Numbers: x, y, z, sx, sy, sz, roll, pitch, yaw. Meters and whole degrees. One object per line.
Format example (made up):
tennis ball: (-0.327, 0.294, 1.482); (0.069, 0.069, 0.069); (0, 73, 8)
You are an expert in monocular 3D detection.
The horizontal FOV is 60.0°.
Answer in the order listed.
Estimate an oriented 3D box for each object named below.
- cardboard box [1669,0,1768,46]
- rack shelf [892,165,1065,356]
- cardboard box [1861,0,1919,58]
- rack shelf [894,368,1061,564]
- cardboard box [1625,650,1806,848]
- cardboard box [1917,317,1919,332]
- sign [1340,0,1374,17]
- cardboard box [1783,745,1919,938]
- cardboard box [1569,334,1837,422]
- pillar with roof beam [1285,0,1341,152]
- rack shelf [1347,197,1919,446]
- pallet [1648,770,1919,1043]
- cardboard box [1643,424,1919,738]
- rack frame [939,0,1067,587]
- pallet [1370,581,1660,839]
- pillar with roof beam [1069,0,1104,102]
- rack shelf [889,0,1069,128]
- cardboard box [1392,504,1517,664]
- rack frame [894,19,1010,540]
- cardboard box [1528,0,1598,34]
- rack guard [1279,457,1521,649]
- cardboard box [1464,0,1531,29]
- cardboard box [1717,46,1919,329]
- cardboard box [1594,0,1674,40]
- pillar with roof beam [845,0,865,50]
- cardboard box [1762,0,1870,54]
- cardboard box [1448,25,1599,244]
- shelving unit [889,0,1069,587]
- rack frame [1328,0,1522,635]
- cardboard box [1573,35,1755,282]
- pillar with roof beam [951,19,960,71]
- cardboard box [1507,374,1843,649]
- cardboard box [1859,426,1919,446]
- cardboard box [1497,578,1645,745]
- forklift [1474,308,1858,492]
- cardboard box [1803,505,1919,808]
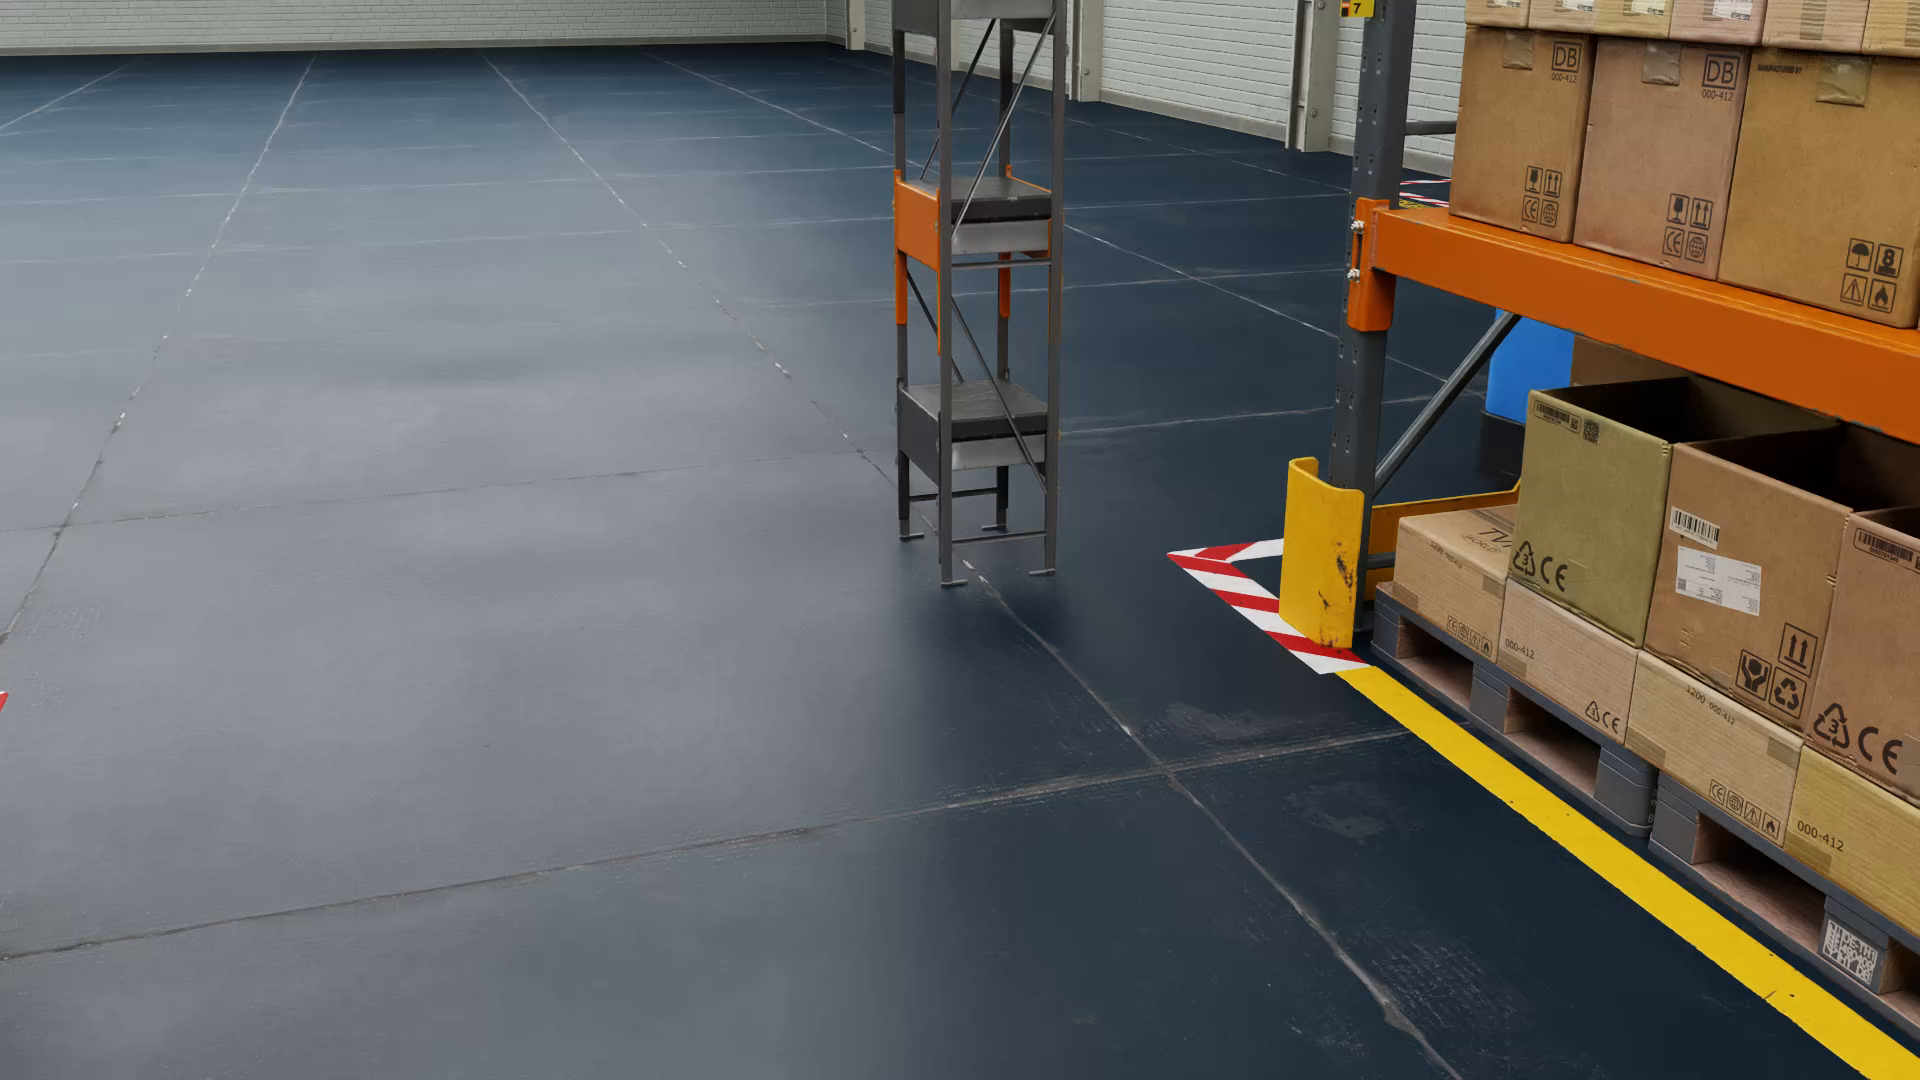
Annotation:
cardboard box: (1.765, -1.144, 3.558); (0.380, 0.149, 0.250); (-7, 21, -18)
rack shelf: (0.052, -0.922, 5.418); (0.431, 0.518, 0.480); (-6, 21, -17)
cardboard box: (1.932, -0.977, 3.092); (0.380, 0.149, 0.250); (-7, 21, -18)
rack shelf: (0.052, -0.263, 5.655); (0.431, 0.518, 0.480); (-6, 21, -17)
cardboard box: (1.881, 0.426, 3.740); (0.500, 0.250, 0.500); (-6, 21, -17)
cardboard box: (2.230, -0.586, 2.963); (0.700, 0.500, 0.500); (-6, 21, -16)
sign: (1.078, -1.574, 4.465); (0.100, 0.325, 0.005); (-6, 21, -17)
cardboard box: (2.034, 0.587, 3.291); (0.500, 0.250, 0.500); (-6, 21, -17)
cardboard box: (2.058, -0.303, 4.659); (0.500, 0.500, 0.500); (-6, 21, -17)
pillar with roof beam: (-0.509, -7.798, 14.316); (9.100, 9.000, 0.400); (-6, 21, -17)
rack shelf: (2.235, -0.206, 3.118); (1.077, 0.370, 4.000); (-6, 21, -17)
pallet: (2.266, 0.757, 3.496); (1.003, 0.211, 1.213); (-6, 21, -17)
cardboard box: (1.892, 0.072, 3.616); (0.500, 0.500, 0.500); (-6, 21, -17)
rack frame: (0.129, -0.857, 5.196); (0.400, 2.100, 0.015); (-6, 21, -17)
pallet: (1.887, 0.366, 4.584); (1.003, 0.211, 1.213); (-6, 21, -17)
pillar with roof beam: (-2.395, -9.724, 19.677); (9.100, 9.000, 0.400); (-6, 21, -17)
rack shelf: (0.052, -1.581, 5.182); (0.431, 0.518, 0.480); (-6, 21, -17)
cardboard box: (1.564, 0.105, 4.632); (0.500, 0.250, 0.500); (-6, 21, -17)
rack frame: (-0.025, -1.013, 5.632); (0.400, 2.100, 0.015); (-6, 21, -17)
cardboard box: (1.611, -1.306, 4.007); (0.380, 0.149, 0.250); (-7, 21, -19)
rack guard: (1.599, -0.018, 5.227); (1.175, 0.500, 0.348); (-6, 21, -17)
cardboard box: (1.525, -1.390, 4.242); (0.380, 0.149, 0.250); (-7, 21, -18)
cardboard box: (2.061, -0.755, 3.432); (0.700, 0.500, 0.500); (-6, 21, -17)
cardboard box: (1.688, -1.226, 3.784); (0.380, 0.149, 0.250); (-6, 21, -17)
pillar with roof beam: (-6.167, -13.575, 30.398); (9.100, 9.000, 0.400); (-6, 21, -17)
cardboard box: (1.852, -1.059, 3.321); (0.380, 0.149, 0.250); (-7, 21, -19)
cardboard box: (1.741, -1.083, 4.345); (0.700, 0.500, 0.500); (-6, 21, -17)
shelving unit: (0.052, -0.935, 5.414); (0.431, 2.100, 0.503); (-6, 21, -17)
rack frame: (1.607, -1.187, 4.783); (1.000, 3.000, 0.127); (-6, 21, -17)
cardboard box: (1.911, -0.915, 3.878); (0.700, 0.500, 0.500); (-6, 21, -16)
pillar with roof beam: (-4.281, -11.649, 25.037); (9.100, 9.000, 0.400); (-6, 21, -17)
cardboard box: (1.723, -0.087, 4.059); (0.500, 0.500, 0.500); (-6, 21, -17)
cardboard box: (2.386, 0.017, 3.770); (0.500, 0.500, 0.500); (-6, 21, -17)
cardboard box: (1.725, 0.265, 4.186); (0.500, 0.250, 0.500); (-6, 21, -17)
forklift: (3.178, -1.241, 5.035); (1.130, 2.935, 3.031); (-11, 23, -28)
cardboard box: (2.033, 0.234, 3.164); (0.500, 0.500, 0.500); (-6, 21, -17)
